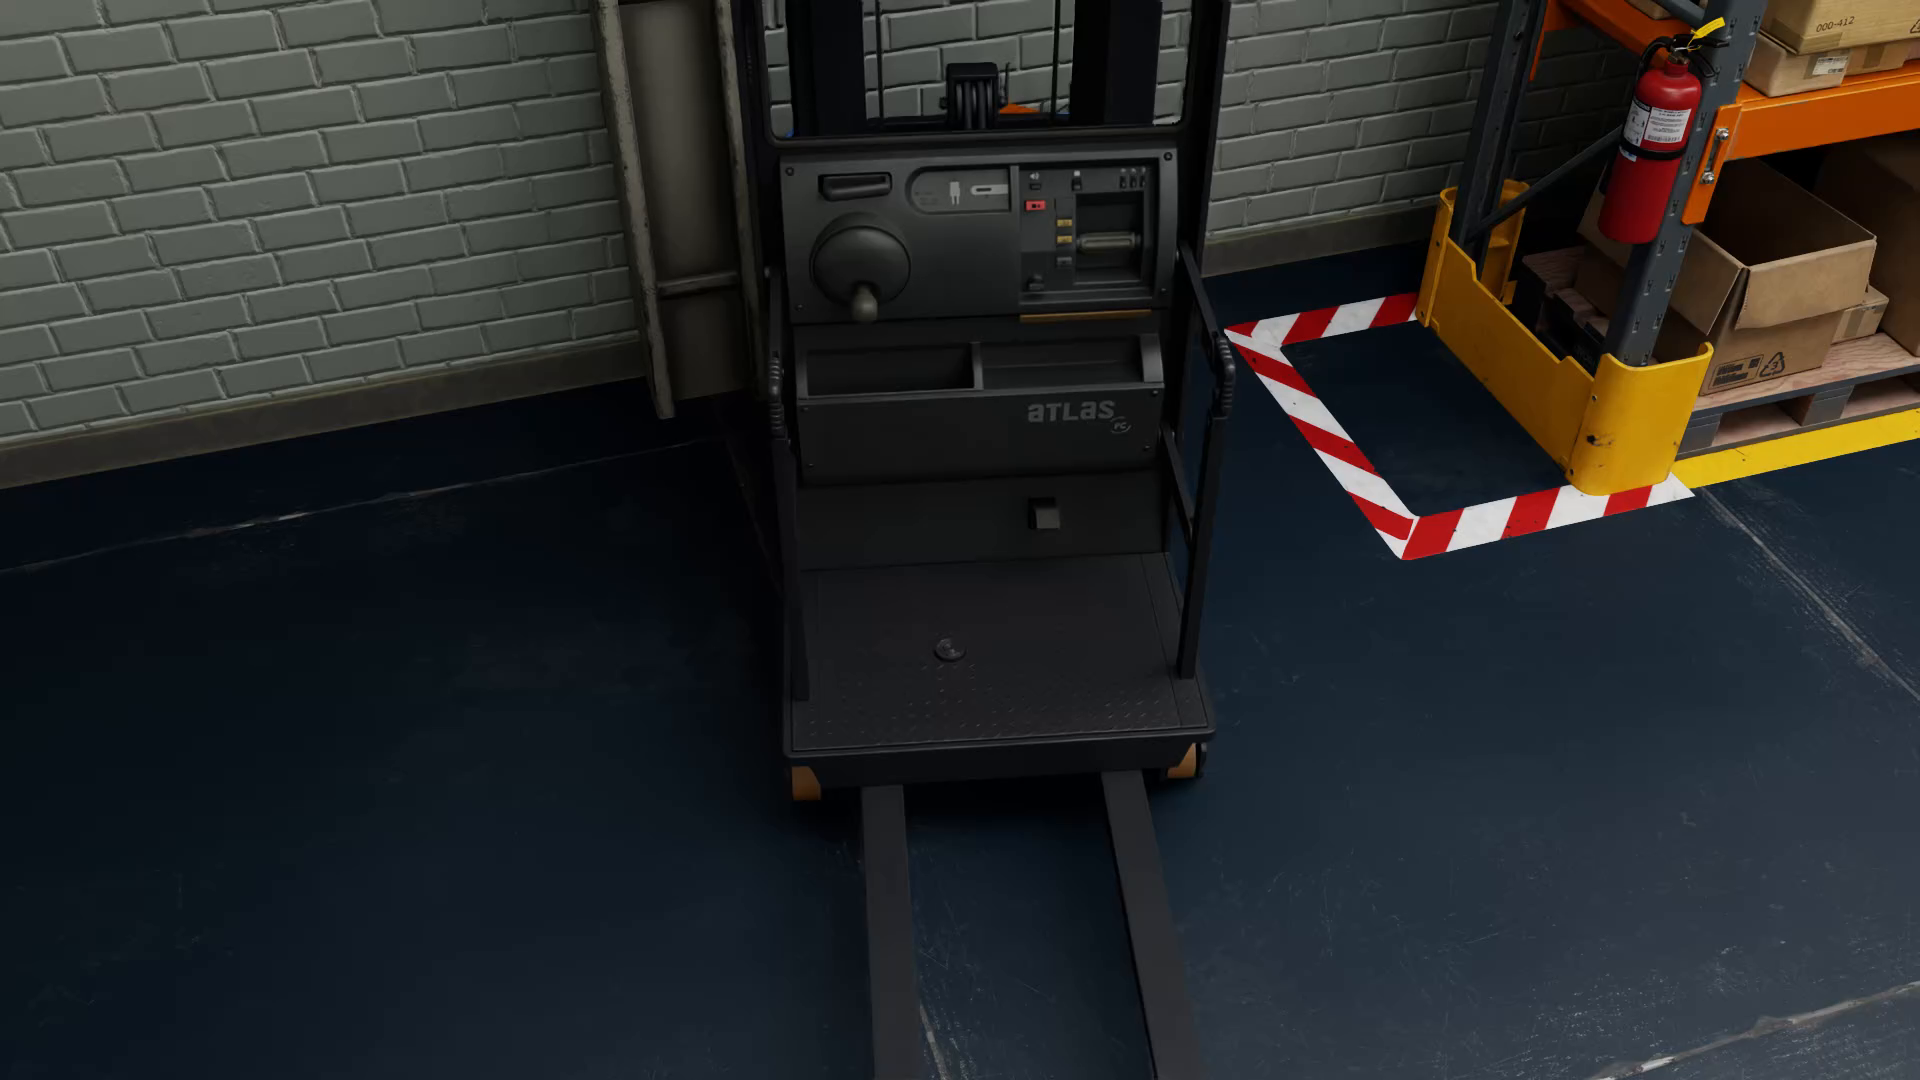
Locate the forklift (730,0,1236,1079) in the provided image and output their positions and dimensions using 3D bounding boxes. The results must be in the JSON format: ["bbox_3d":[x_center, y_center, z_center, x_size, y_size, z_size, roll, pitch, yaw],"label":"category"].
[{"bbox_3d":[0.068,-0.639,3.754,1.130,2.935,3.031,-3,41,-3],"label":"forklift"}]

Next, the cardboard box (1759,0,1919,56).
[{"bbox_3d":[2.463,-1.623,4.716,0.500,0.250,0.500,-11,42,-13],"label":"cardboard box"}]

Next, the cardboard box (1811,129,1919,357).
[{"bbox_3d":[3.388,-1.070,5.775,0.500,0.500,0.700,-10,42,-11],"label":"cardboard box"}]

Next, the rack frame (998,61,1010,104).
[{"bbox_3d":[0.091,-1.111,5.716,0.008,1.050,0.200,24,44,25],"label":"rack frame"}]

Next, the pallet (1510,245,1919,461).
[{"bbox_3d":[2.782,-0.770,5.971,1.213,0.211,1.003,-12,42,-13],"label":"pallet"}]

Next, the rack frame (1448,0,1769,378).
[{"bbox_3d":[1.949,-1.647,4.855,0.127,3.000,1.000,-12,42,-13],"label":"rack frame"}]

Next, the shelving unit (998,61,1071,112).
[{"bbox_3d":[0.192,-1.065,5.664,0.252,1.050,0.215,24,44,25],"label":"shelving unit"}]

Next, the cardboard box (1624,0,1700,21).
[{"bbox_3d":[2.185,-1.786,5.206,0.250,0.149,0.380,-12,43,-14],"label":"cardboard box"}]

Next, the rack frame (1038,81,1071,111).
[{"bbox_3d":[0.293,-1.020,5.613,0.008,1.050,0.200,24,44,25],"label":"rack frame"}]

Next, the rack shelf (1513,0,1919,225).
[{"bbox_3d":[3.857,-1.771,5.545,4.000,0.370,1.077,-12,42,-13],"label":"rack shelf"}]

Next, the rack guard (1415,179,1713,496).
[{"bbox_3d":[2.022,-0.721,5.695,0.348,0.500,1.175,-12,42,-13],"label":"rack guard"}]

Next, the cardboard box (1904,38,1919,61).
[{"bbox_3d":[2.814,-1.598,4.991,0.250,0.149,0.380,-12,43,-14],"label":"cardboard box"}]

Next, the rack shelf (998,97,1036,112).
[{"bbox_3d":[0.199,-1.277,5.492,0.240,0.259,0.215,24,44,25],"label":"rack shelf"}]

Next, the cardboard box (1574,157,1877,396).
[{"bbox_3d":[2.561,-0.927,5.609,0.637,0.503,0.797,-13,43,-15],"label":"cardboard box"}]

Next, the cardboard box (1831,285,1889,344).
[{"bbox_3d":[2.978,-0.853,5.794,0.250,0.149,0.380,-13,43,-15],"label":"cardboard box"}]

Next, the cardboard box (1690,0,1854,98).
[{"bbox_3d":[2.345,-1.445,4.815,0.250,0.149,0.380,-12,43,-13],"label":"cardboard box"}]

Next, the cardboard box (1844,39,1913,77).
[{"bbox_3d":[2.574,-1.525,4.906,0.250,0.149,0.380,-11,42,-12],"label":"cardboard box"}]

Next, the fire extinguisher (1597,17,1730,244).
[{"bbox_3d":[1.948,-1.158,4.638,0.183,0.674,0.296,-12,42,-13],"label":"fire extinguisher"}]
